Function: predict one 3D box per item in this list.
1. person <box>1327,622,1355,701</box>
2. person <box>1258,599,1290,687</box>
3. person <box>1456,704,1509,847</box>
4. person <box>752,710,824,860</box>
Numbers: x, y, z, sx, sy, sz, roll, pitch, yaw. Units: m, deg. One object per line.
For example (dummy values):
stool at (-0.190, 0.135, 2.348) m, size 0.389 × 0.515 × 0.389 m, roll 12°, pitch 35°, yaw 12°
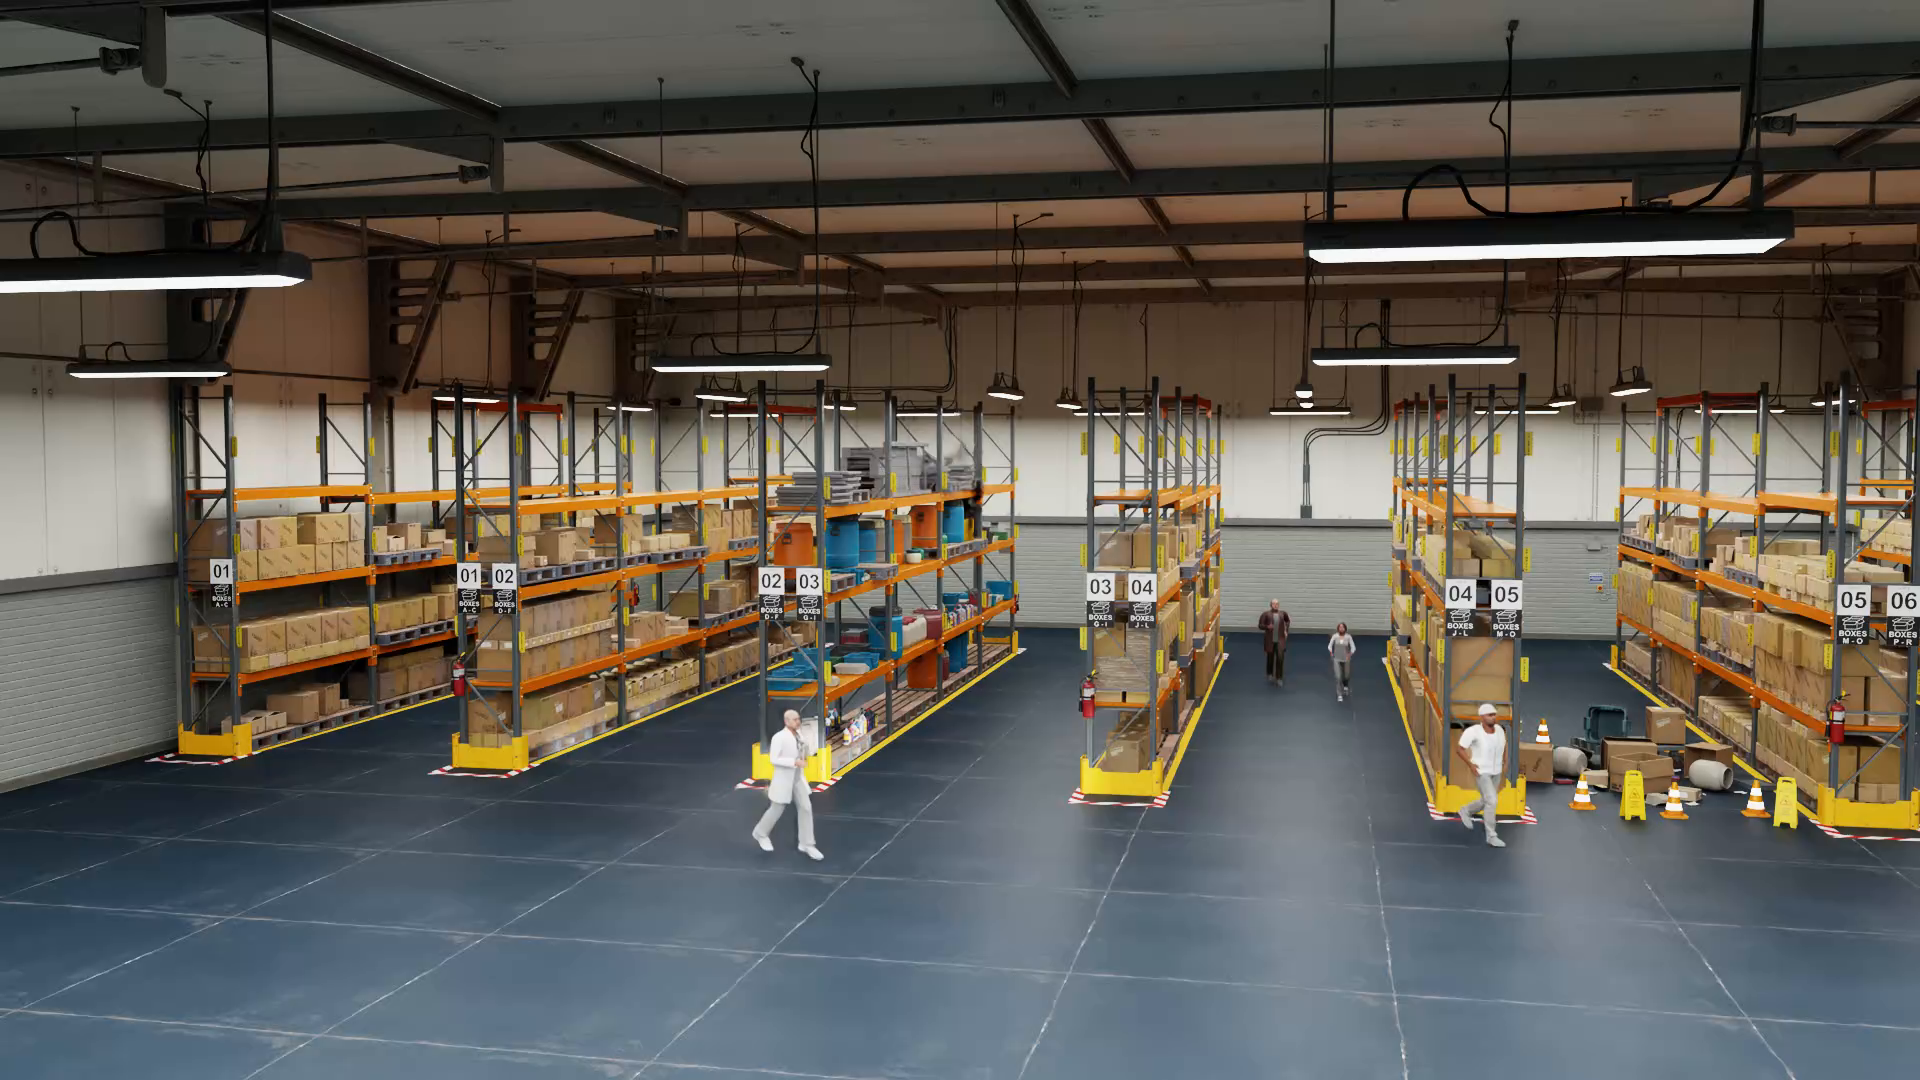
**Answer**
person at (7.520, 2.390, 32.812) m, size 0.534 × 1.546 × 0.565 m, roll 1°, pitch 3°, yaw 14°
person at (6.601, 2.126, 34.899) m, size 0.701 × 1.790 × 0.950 m, roll 0°, pitch 3°, yaw 3°
person at (6.618, 2.931, 21.037) m, size 0.696 × 1.759 × 0.864 m, roll -1°, pitch 4°, yaw -25°
person at (-2.131, 2.962, 20.318) m, size 1.017 × 1.800 × 0.660 m, roll 3°, pitch 4°, yaw 39°
